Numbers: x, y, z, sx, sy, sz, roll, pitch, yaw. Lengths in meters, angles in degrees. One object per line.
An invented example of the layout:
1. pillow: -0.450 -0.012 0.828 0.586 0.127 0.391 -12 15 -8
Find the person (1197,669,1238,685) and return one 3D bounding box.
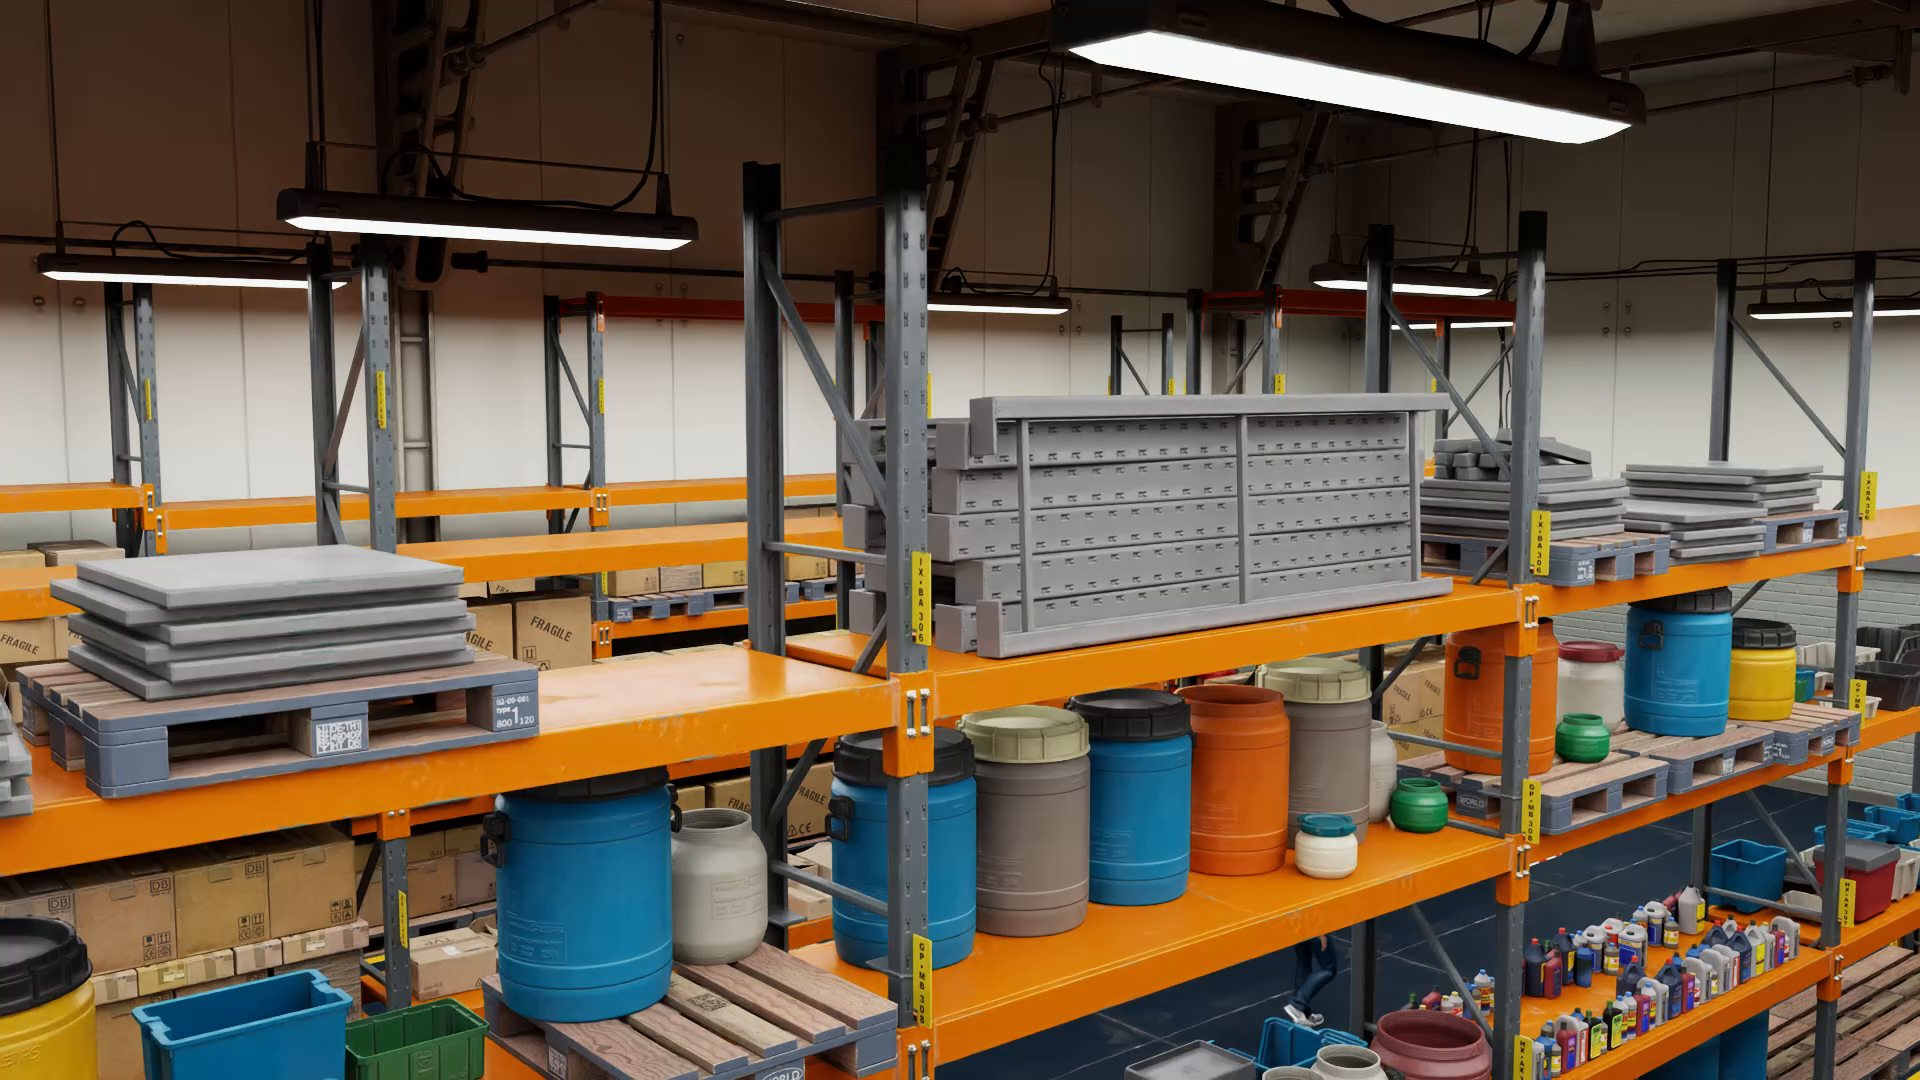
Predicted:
1. person: 3.487 2.158 22.502 0.513 1.679 1.052 -2 6 -22

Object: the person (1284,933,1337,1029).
1. person: 2.737 3.104 13.222 0.460 1.595 0.459 -3 6 -28
